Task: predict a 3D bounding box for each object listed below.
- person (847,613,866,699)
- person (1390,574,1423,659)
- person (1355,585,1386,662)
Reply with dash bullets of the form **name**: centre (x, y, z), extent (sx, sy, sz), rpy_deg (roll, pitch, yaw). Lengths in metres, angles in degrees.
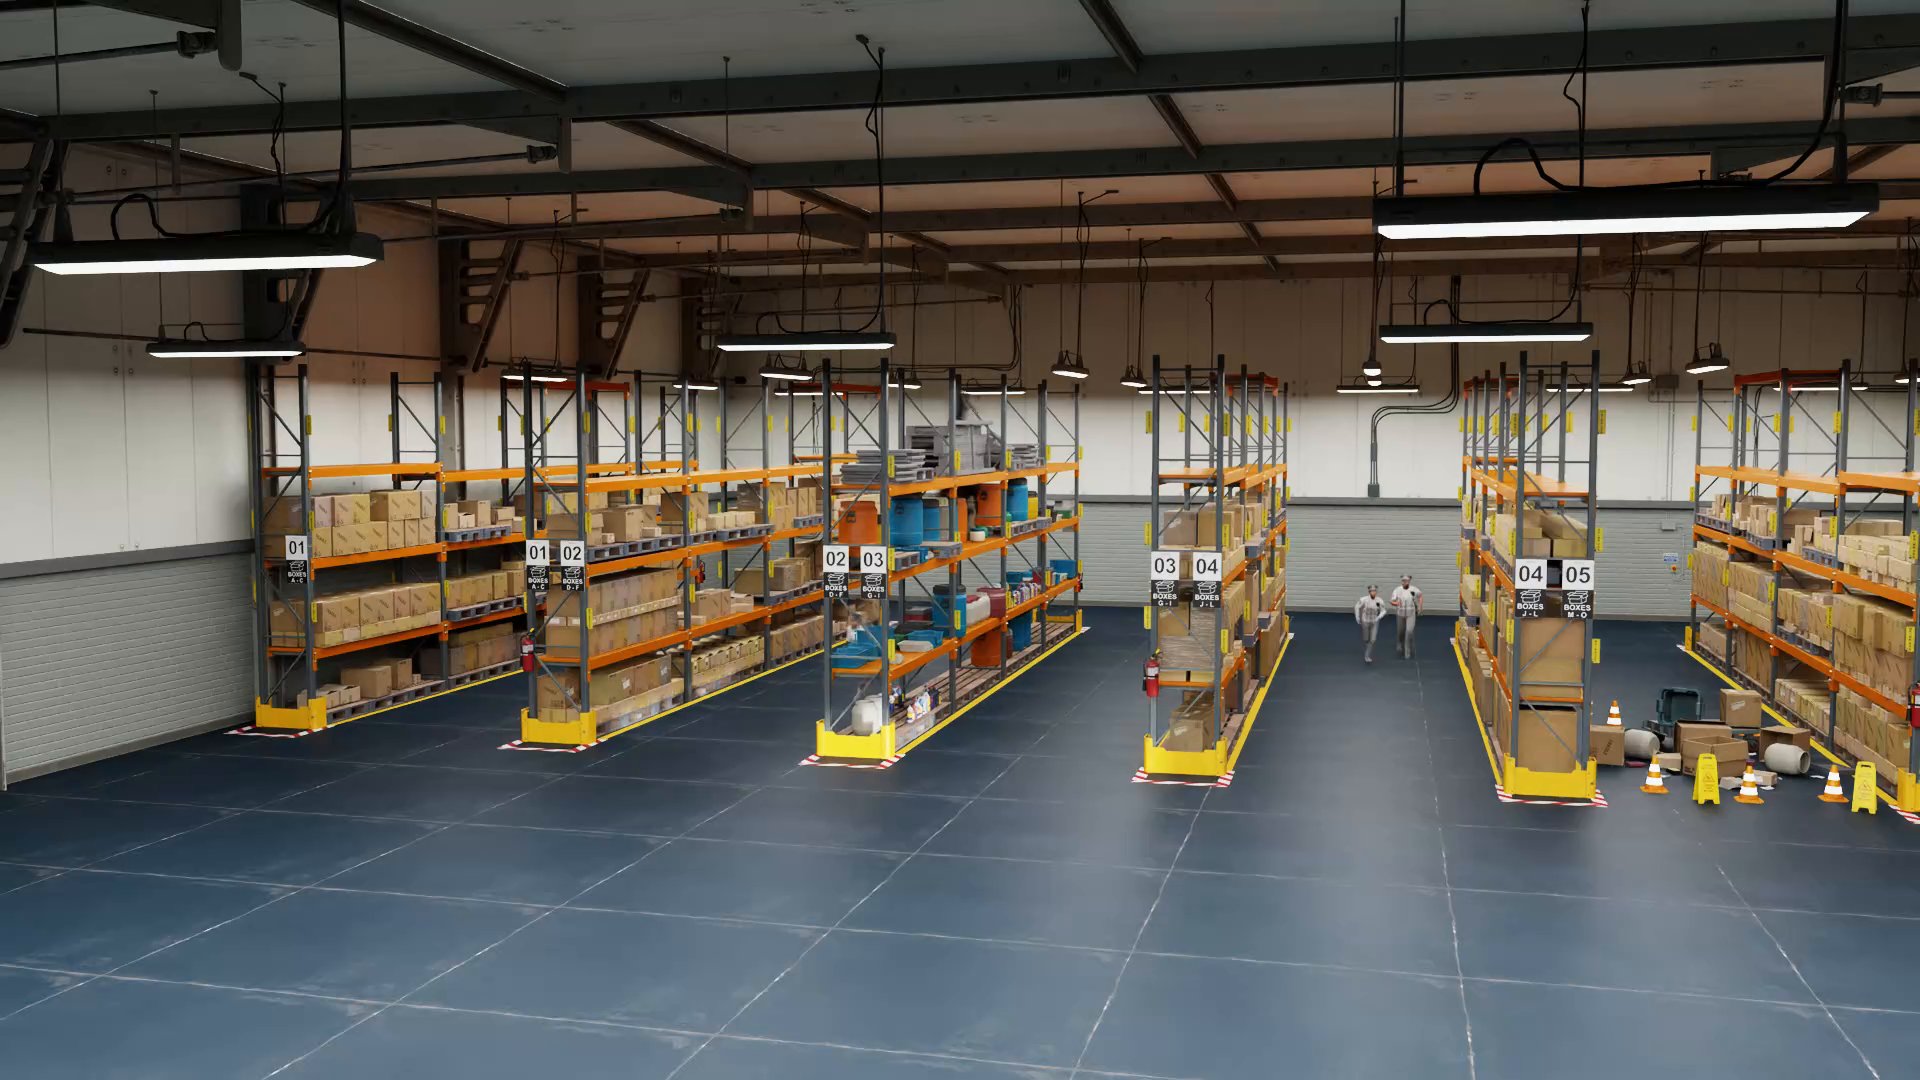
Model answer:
- **person**: centre (-1.868, 2.113, 30.437), extent (0.605, 1.616, 0.671), rpy_deg (2, 4, 24)
- **person**: centre (9.675, 1.631, 36.052), extent (0.672, 1.811, 0.920), rpy_deg (1, 4, 19)
- **person**: centre (8.746, 1.760, 35.445), extent (0.650, 1.653, 0.657), rpy_deg (1, 4, 11)
